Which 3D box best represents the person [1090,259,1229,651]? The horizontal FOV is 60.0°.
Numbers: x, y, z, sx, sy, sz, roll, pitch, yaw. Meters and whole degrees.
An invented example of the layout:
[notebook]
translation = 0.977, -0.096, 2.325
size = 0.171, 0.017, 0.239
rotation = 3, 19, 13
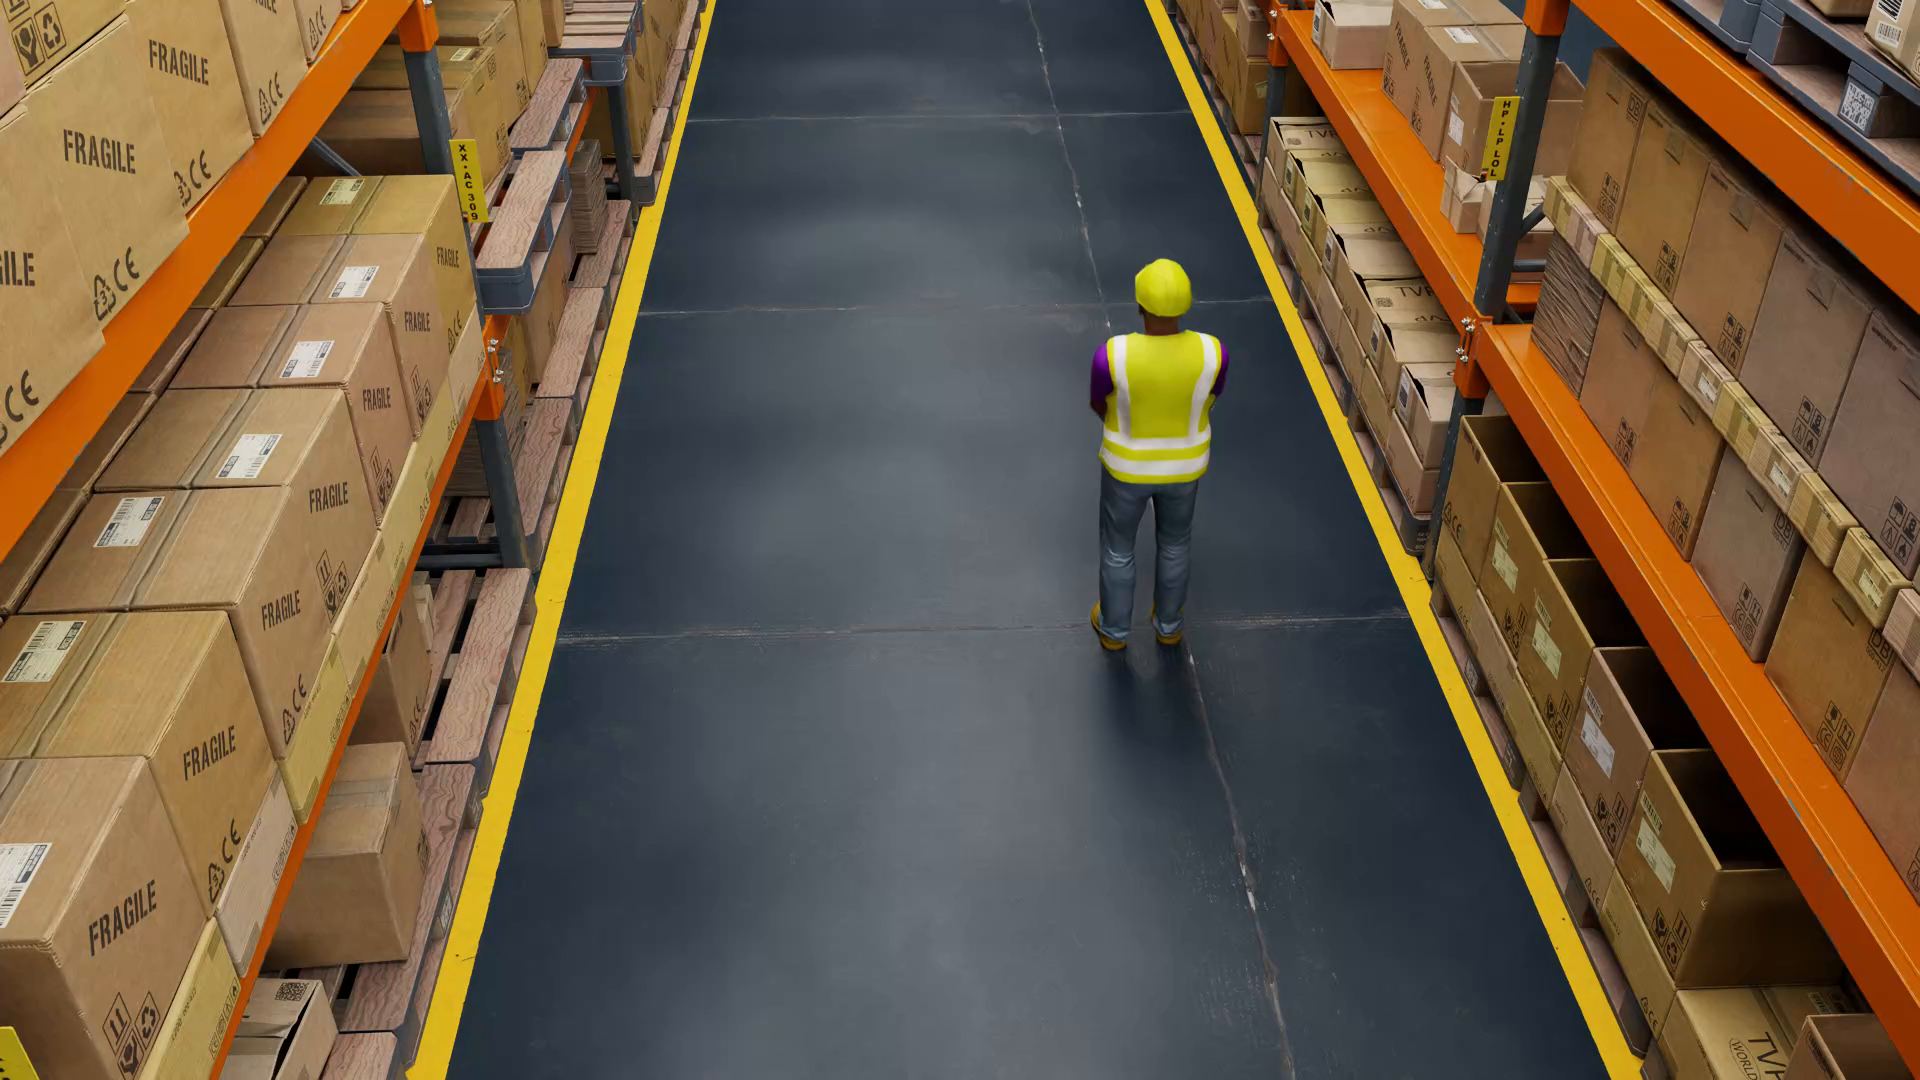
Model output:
[person]
translation = 0.750, -0.362, 6.641
size = 0.521, 1.767, 0.573
rotation = -2, 35, -2
